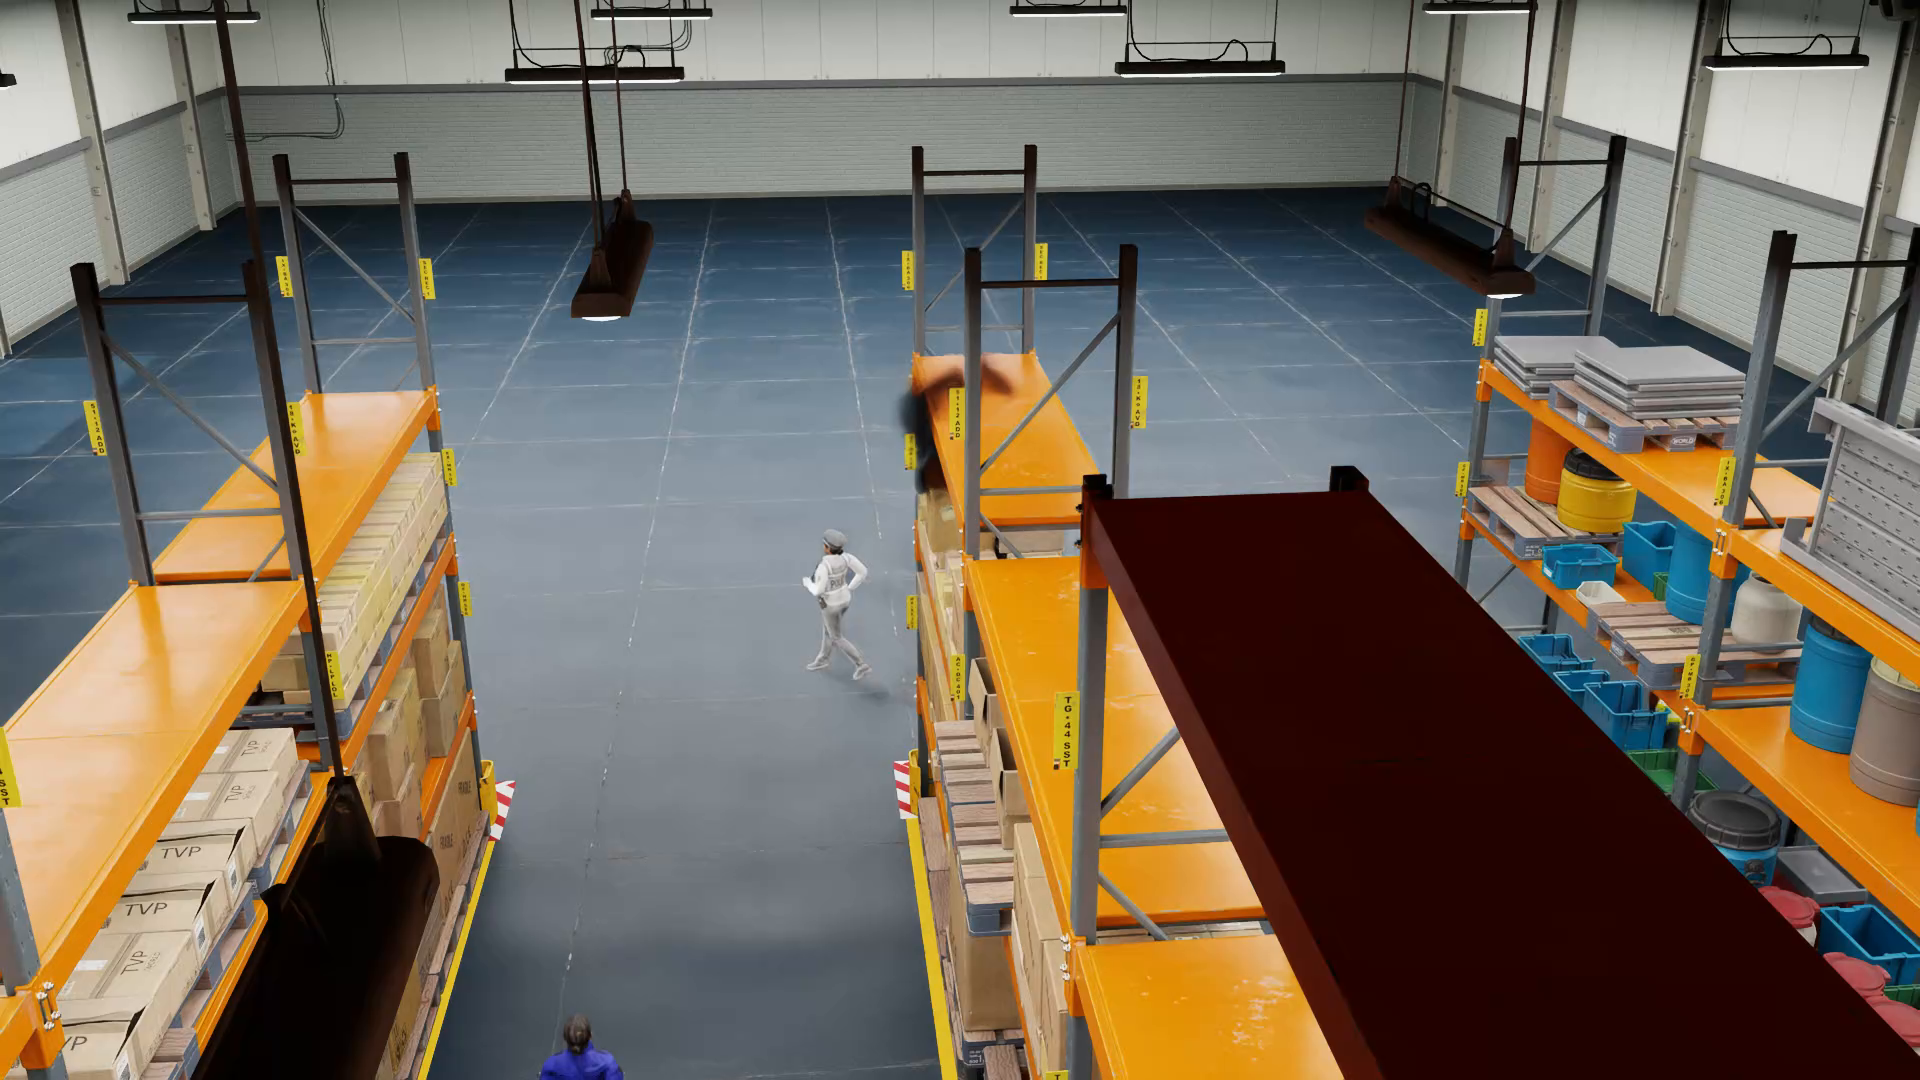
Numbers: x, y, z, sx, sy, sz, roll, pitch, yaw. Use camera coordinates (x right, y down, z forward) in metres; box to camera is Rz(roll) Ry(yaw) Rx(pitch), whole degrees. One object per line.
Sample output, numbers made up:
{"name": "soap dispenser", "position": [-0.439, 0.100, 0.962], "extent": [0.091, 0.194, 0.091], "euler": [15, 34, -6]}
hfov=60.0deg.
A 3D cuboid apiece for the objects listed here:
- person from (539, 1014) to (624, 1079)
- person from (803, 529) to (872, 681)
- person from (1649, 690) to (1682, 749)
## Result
{"name": "person", "position": [-2.306, 3.620, 10.314], "extent": [0.576, 1.604, 0.592], "euler": [-2, 22, -4]}
{"name": "person", "position": [-1.316, 0.704, 17.543], "extent": [0.902, 1.717, 0.613], "euler": [13, 25, 30]}
{"name": "person", "position": [6.569, 1.557, 15.405], "extent": [0.710, 1.704, 0.600], "euler": [-3, 22, -9]}
